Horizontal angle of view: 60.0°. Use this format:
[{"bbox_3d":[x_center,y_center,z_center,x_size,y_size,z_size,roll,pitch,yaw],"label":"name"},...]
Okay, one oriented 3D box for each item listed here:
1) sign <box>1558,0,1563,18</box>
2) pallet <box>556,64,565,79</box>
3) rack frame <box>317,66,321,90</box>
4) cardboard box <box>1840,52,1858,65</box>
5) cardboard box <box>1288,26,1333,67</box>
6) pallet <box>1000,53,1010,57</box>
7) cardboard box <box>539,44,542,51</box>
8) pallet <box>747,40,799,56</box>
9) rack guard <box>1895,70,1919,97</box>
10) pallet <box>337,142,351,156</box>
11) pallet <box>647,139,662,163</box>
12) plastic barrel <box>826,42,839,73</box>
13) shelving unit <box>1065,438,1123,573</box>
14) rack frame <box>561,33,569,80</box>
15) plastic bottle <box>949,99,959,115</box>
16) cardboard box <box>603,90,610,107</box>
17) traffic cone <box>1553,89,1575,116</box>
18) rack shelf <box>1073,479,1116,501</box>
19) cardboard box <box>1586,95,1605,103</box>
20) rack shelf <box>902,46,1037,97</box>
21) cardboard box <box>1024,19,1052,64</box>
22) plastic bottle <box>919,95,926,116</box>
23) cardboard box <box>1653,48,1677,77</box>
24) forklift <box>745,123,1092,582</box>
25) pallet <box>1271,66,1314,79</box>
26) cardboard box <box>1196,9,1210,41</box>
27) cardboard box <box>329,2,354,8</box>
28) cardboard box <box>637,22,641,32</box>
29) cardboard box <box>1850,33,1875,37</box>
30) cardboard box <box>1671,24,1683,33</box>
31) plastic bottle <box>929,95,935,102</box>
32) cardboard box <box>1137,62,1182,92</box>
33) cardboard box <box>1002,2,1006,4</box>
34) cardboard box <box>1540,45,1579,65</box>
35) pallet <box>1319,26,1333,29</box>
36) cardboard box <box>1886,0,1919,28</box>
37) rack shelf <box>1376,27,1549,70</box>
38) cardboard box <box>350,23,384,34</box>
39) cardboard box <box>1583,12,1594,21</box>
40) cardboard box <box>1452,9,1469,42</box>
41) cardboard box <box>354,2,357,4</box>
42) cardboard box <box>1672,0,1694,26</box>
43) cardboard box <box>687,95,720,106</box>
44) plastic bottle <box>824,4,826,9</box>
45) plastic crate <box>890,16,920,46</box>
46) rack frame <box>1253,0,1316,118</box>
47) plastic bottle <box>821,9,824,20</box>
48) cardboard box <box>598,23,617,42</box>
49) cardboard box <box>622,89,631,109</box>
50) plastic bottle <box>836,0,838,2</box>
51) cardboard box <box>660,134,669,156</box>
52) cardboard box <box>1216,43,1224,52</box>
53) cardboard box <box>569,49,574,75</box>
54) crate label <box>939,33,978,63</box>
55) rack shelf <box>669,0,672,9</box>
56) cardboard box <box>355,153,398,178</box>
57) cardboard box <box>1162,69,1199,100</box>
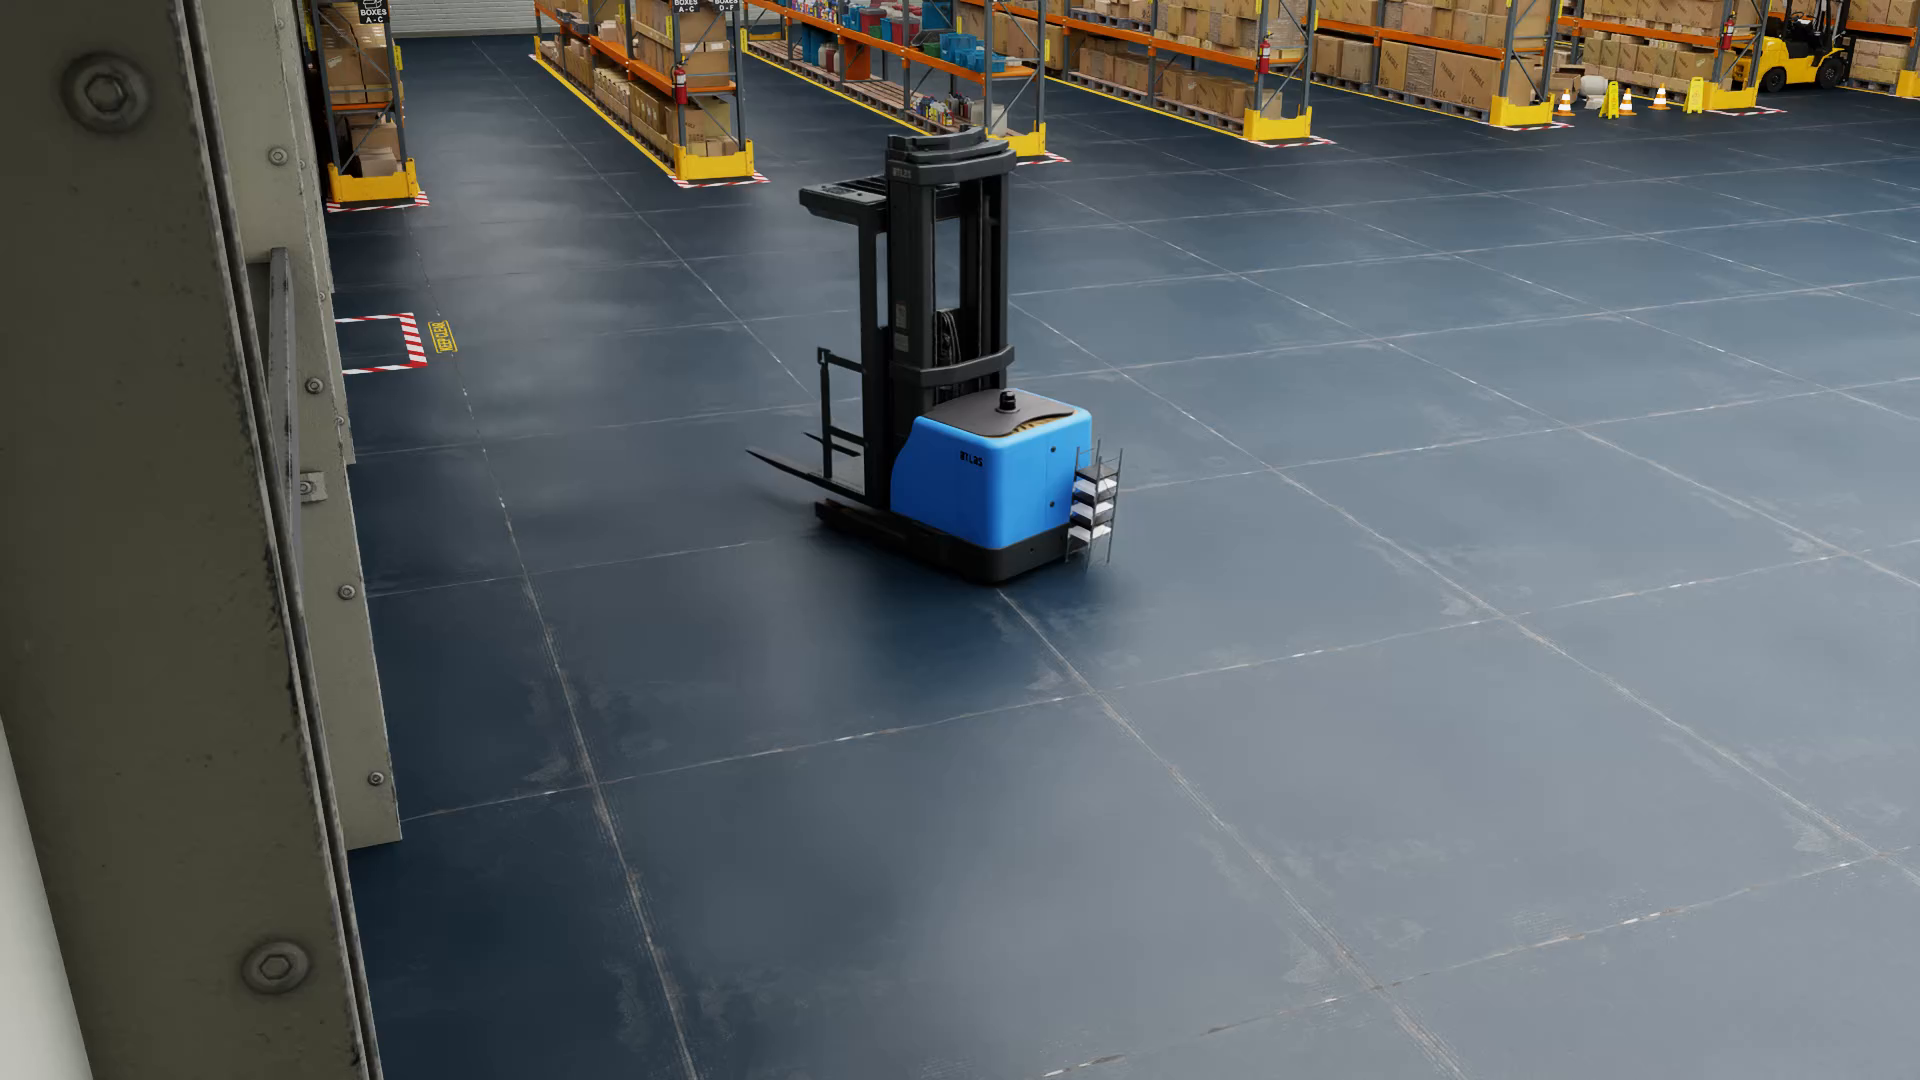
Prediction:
[{"bbox_3d":[10.703,-9.483,29.671,0.100,0.325,0.005,-8,24,-19],"label":"sign"},{"bbox_3d":[-8.244,-10.297,36.409,1.003,0.211,1.213,-8,24,-19],"label":"pallet"},{"bbox_3d":[-12.635,-10.651,33.659,1.000,3.000,0.127,-8,24,-19],"label":"rack frame"},{"bbox_3d":[18.586,-10.031,34.544,0.500,0.250,0.500,-9,24,-20],"label":"cardboard box"},{"bbox_3d":[7.487,-10.804,36.377,1.050,0.750,0.750,-9,24,-20],"label":"cardboard box"},{"bbox_3d":[1.610,-11.135,38.397,1.003,0.211,1.213,-8,24,-19],"label":"pallet"},{"bbox_3d":[-9.589,-11.475,38.719,0.380,0.149,0.250,-8,24,-19],"label":"cardboard box"},{"bbox_3d":[-4.525,-11.874,40.150,1.003,0.211,1.213,-8,24,-19],"label":"pallet"},{"bbox_3d":[19.428,-9.211,33.461,1.175,0.500,0.348,-8,24,-19],"label":"rack guard"},{"bbox_3d":[-9.539,-6.220,26.737,1.003,0.211,1.213,-8,24,-19],"label":"pallet"},{"bbox_3d":[-4.500,-6.402,27.167,1.003,0.211,1.213,-8,24,-19],"label":"pallet"},{"bbox_3d":[-2.542,-10.225,35.212,0.600,0.588,0.708,-8,24,-19],"label":"plastic barrel"},{"bbox_3d":[0.934,-0.236,11.630,0.258,0.900,0.210,-21,36,-40],"label":"shelving unit"},{"bbox_3d":[-8.002,-11.332,35.275,1.000,3.000,0.127,-8,24,-19],"label":"rack frame"},{"bbox_3d":[-0.106,-7.758,29.734,0.152,0.276,0.135,-8,24,-19],"label":"plastic bottle"},{"bbox_3d":[-6.311,-8.204,30.853,0.500,0.250,0.500,-9,24,-20],"label":"cardboard box"},{"bbox_3d":[11.323,-8.193,31.092,0.336,0.463,0.334,-8,24,-19],"label":"traffic cone"},{"bbox_3d":[0.943,-0.367,11.565,0.258,0.077,0.200,-21,36,-40],"label":"rack shelf"},{"bbox_3d":[12.424,-8.575,32.403,0.380,0.149,0.250,4,23,9],"label":"cardboard box"},{"bbox_3d":[0.166,-8.046,28.403,1.077,0.370,4.000,-8,24,-19],"label":"rack shelf"},{"bbox_3d":[2.148,-11.030,36.752,1.225,0.875,0.875,-8,24,-19],"label":"cardboard box"},{"bbox_3d":[-0.644,-7.736,29.586,0.144,0.351,0.185,-8,24,-18],"label":"plastic bottle"},{"bbox_3d":[14.062,-9.406,32.739,0.500,0.500,0.500,-7,24,-17],"label":"cardboard box"},{"bbox_3d":[-0.445,-1.546,12.145,1.130,2.935,3.031,-20,30,-40],"label":"forklift"},{"bbox_3d":[7.564,-10.299,36.413,1.003,0.211,1.213,-8,24,-19],"label":"pallet"},{"bbox_3d":[4.746,-9.253,29.829,0.875,0.500,0.500,-8,24,-19],"label":"cardboard box"},{"bbox_3d":[-10.945,-9.509,29.420,0.380,0.149,0.250,-13,26,-28],"label":"cardboard box"},{"bbox_3d":[-5.174,-8.555,27.722,0.380,0.149,0.250,-8,24,-18],"label":"cardboard box"},{"bbox_3d":[18.905,-10.511,35.039,0.500,0.250,0.500,-9,24,-20],"label":"cardboard box"},{"bbox_3d":[14.062,-9.943,32.301,0.380,0.149,0.250,-8,24,-18],"label":"cardboard box"},{"bbox_3d":[-0.509,-7.755,29.632,0.144,0.351,0.185,-8,24,-19],"label":"plastic bottle"},{"bbox_3d":[3.896,-9.060,32.536,0.700,0.500,0.500,-10,25,-23],"label":"cardboard box"},{"bbox_3d":[1.195,-12.535,37.999,0.500,0.500,0.500,-8,24,-19],"label":"cardboard box"},{"bbox_3d":[12.919,-10.577,36.325,0.950,0.372,0.625,-7,24,-16],"label":"cardboard box"},{"bbox_3d":[9.908,-13.496,43.999,1.003,0.211,1.213,-8,24,-19],"label":"pallet"},{"bbox_3d":[19.000,-10.561,33.316,0.500,0.500,0.500,-9,24,-20],"label":"cardboard box"},{"bbox_3d":[9.475,-9.369,31.543,1.077,0.370,4.000,-8,24,-19],"label":"rack shelf"},{"bbox_3d":[-9.353,-7.901,26.335,0.500,0.500,0.500,-8,24,-19],"label":"cardboard box"},{"bbox_3d":[13.175,-10.869,34.499,0.380,0.149,0.250,-8,24,-19],"label":"cardboard box"},{"bbox_3d":[9.713,-9.589,30.946,0.875,0.550,0.550,-8,24,-19],"label":"cardboard box"},{"bbox_3d":[-11.151,-9.947,30.484,0.500,0.250,0.500,-8,24,-18],"label":"cardboard box"},{"bbox_3d":[14.155,-10.215,32.112,0.500,0.500,0.500,-8,24,-19],"label":"cardboard box"},{"bbox_3d":[-4.111,-6.831,26.629,0.500,0.500,0.500,-8,24,-19],"label":"cardboard box"},{"bbox_3d":[-2.830,-11.094,34.860,0.061,0.283,0.133,-8,24,-19],"label":"plastic bottle"},{"bbox_3d":[-0.998,-9.267,30.293,0.402,0.464,0.583,-8,24,-19],"label":"plastic crate"},{"bbox_3d":[5.506,-8.330,28.151,1.000,3.000,0.127,-8,24,-19],"label":"rack frame"},{"bbox_3d":[-2.842,-10.930,34.576,0.097,0.201,0.097,0,23,0],"label":"plastic bottle"},{"bbox_3d":[-6.454,-9.486,31.010,0.500,0.311,0.500,-9,24,-20],"label":"cardboard box"},{"bbox_3d":[-5.587,-7.718,28.978,0.500,0.311,0.500,-8,24,-19],"label":"cardboard box"},{"bbox_3d":[-2.618,-11.539,35.924,0.152,0.276,0.135,-8,24,-19],"label":"plastic bottle"},{"bbox_3d":[-4.417,-6.233,26.176,0.500,0.250,0.500,-8,24,-19],"label":"cardboard box"},{"bbox_3d":[4.755,-8.741,29.451,0.380,0.149,0.250,-8,24,-19],"label":"cardboard box"},{"bbox_3d":[-7.860,-9.982,34.722,0.500,0.500,0.500,-8,24,-18],"label":"cardboard box"},{"bbox_3d":[-0.031,-8.298,28.031,0.502,0.435,0.616,-8,24,-19],"label":"crate label"},{"bbox_3d":[-4.470,-8.750,26.211,1.077,0.370,4.000,-8,24,-19],"label":"rack shelf"},{"bbox_3d":[-8.556,-5.519,24.377,0.500,0.311,0.500,-11,25,-25],"label":"cardboard box"},{"bbox_3d":[4.197,-8.674,31.646,0.500,0.500,0.500,-9,25,-21],"label":"cardboard box"}]
